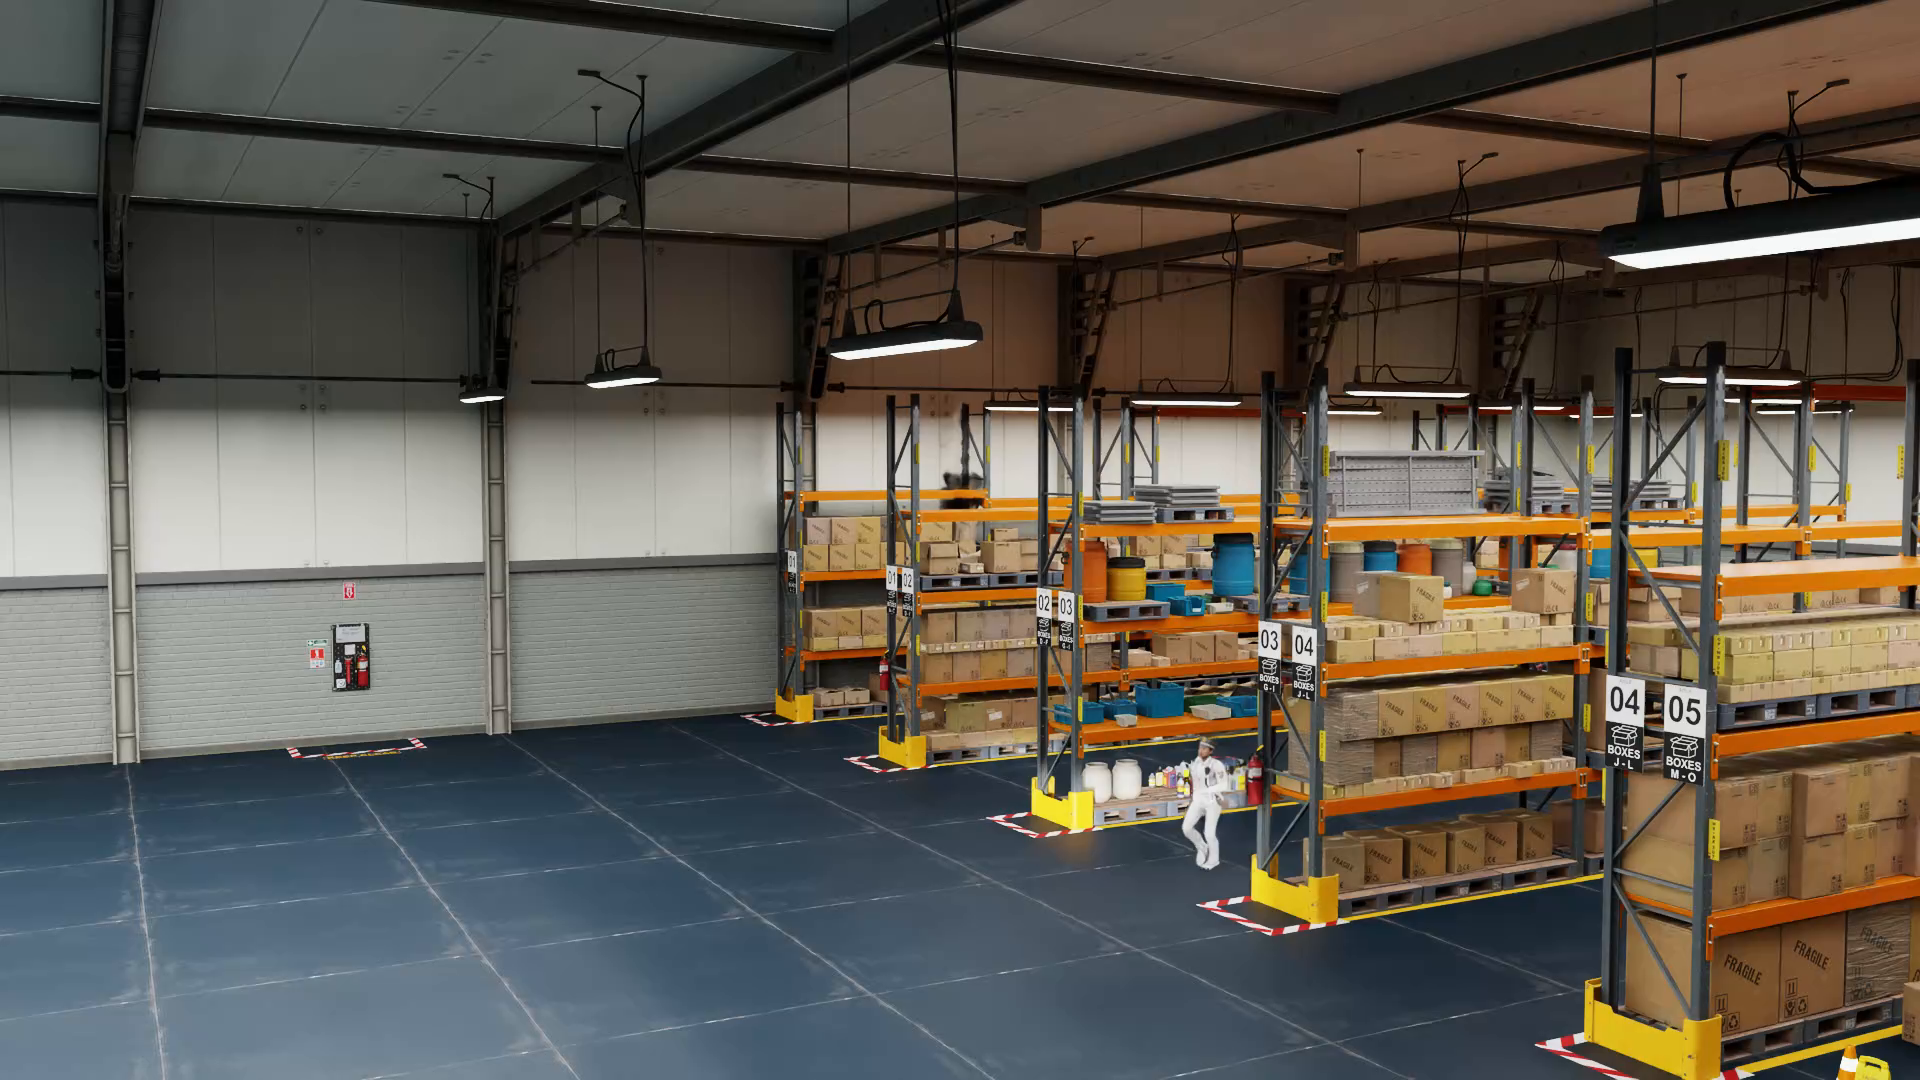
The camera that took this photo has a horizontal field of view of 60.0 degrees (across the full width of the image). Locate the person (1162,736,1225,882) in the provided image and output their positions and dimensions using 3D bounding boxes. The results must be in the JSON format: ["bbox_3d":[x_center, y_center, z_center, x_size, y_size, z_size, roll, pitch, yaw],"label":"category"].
[{"bbox_3d":[2.847,3.200,19.955,0.580,1.733,1.028,3,4,44],"label":"person"}]
